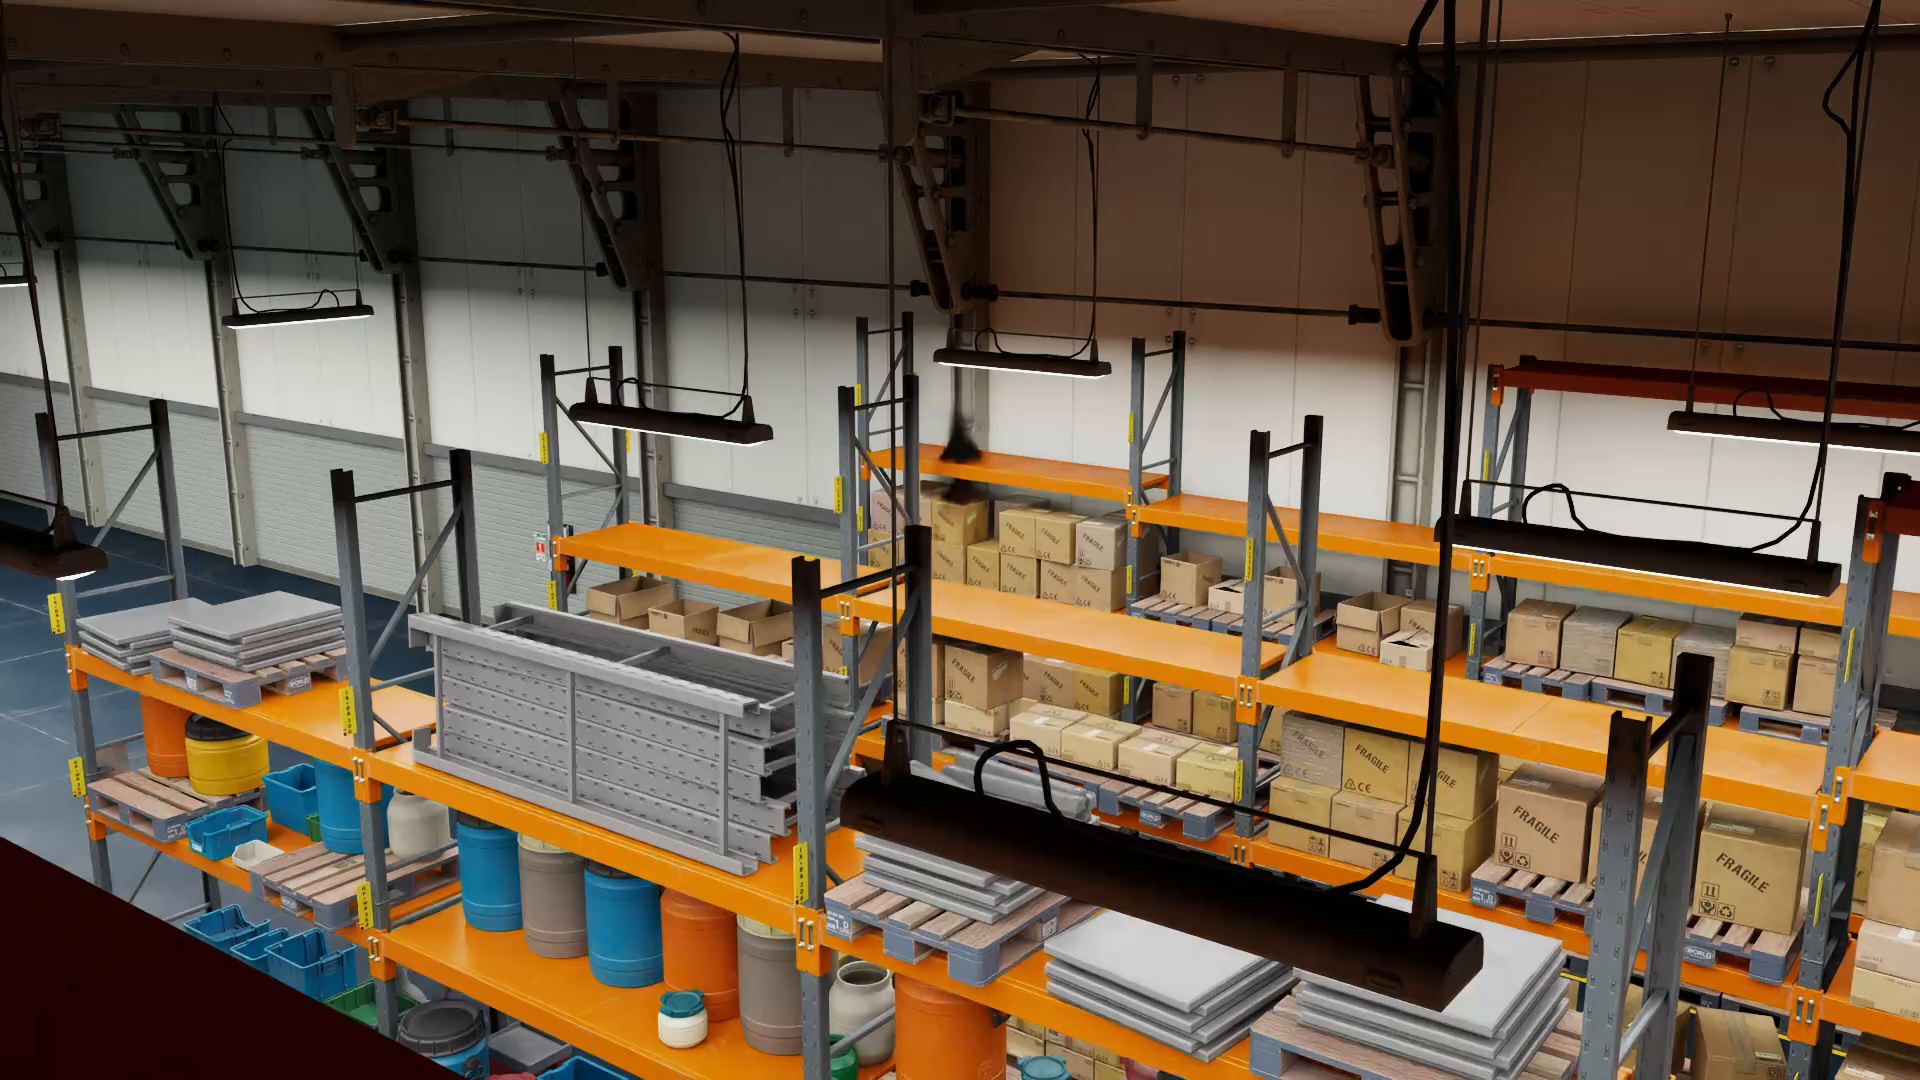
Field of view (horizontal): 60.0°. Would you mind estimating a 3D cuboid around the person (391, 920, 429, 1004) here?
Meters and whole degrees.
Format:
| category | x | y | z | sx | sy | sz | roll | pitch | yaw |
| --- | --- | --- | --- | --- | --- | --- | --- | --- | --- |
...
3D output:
| category | x | y | z | sx | sy | sz | roll | pitch | yaw |
| --- | --- | --- | --- | --- | --- | --- | --- | --- | --- |
| person | -5.170 | 3.798 | 15.267 | 0.688 | 1.738 | 0.592 | 4 | 14 | 19 |
